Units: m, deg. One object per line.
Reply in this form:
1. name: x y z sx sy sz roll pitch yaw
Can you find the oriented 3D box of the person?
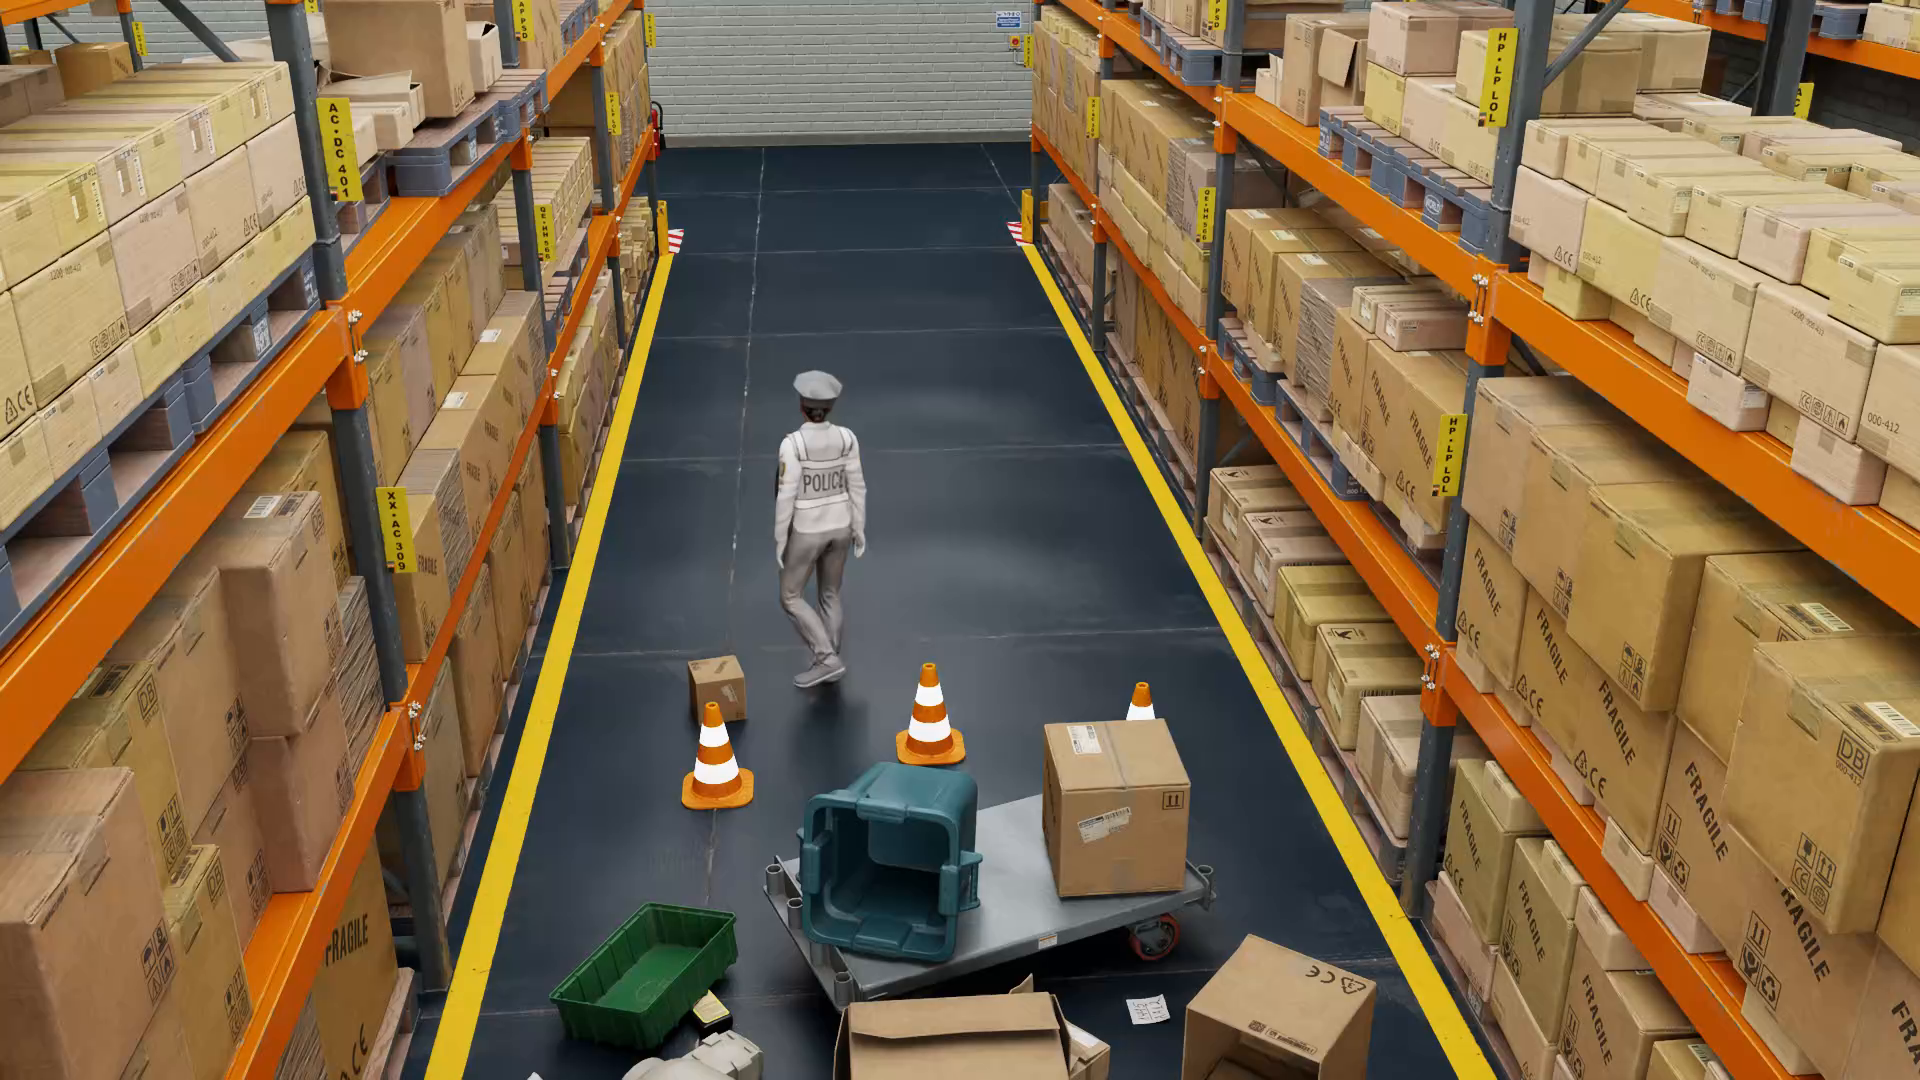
1. person: -0.699 -0.009 8.605 0.534 1.674 0.537 -15 28 -30
